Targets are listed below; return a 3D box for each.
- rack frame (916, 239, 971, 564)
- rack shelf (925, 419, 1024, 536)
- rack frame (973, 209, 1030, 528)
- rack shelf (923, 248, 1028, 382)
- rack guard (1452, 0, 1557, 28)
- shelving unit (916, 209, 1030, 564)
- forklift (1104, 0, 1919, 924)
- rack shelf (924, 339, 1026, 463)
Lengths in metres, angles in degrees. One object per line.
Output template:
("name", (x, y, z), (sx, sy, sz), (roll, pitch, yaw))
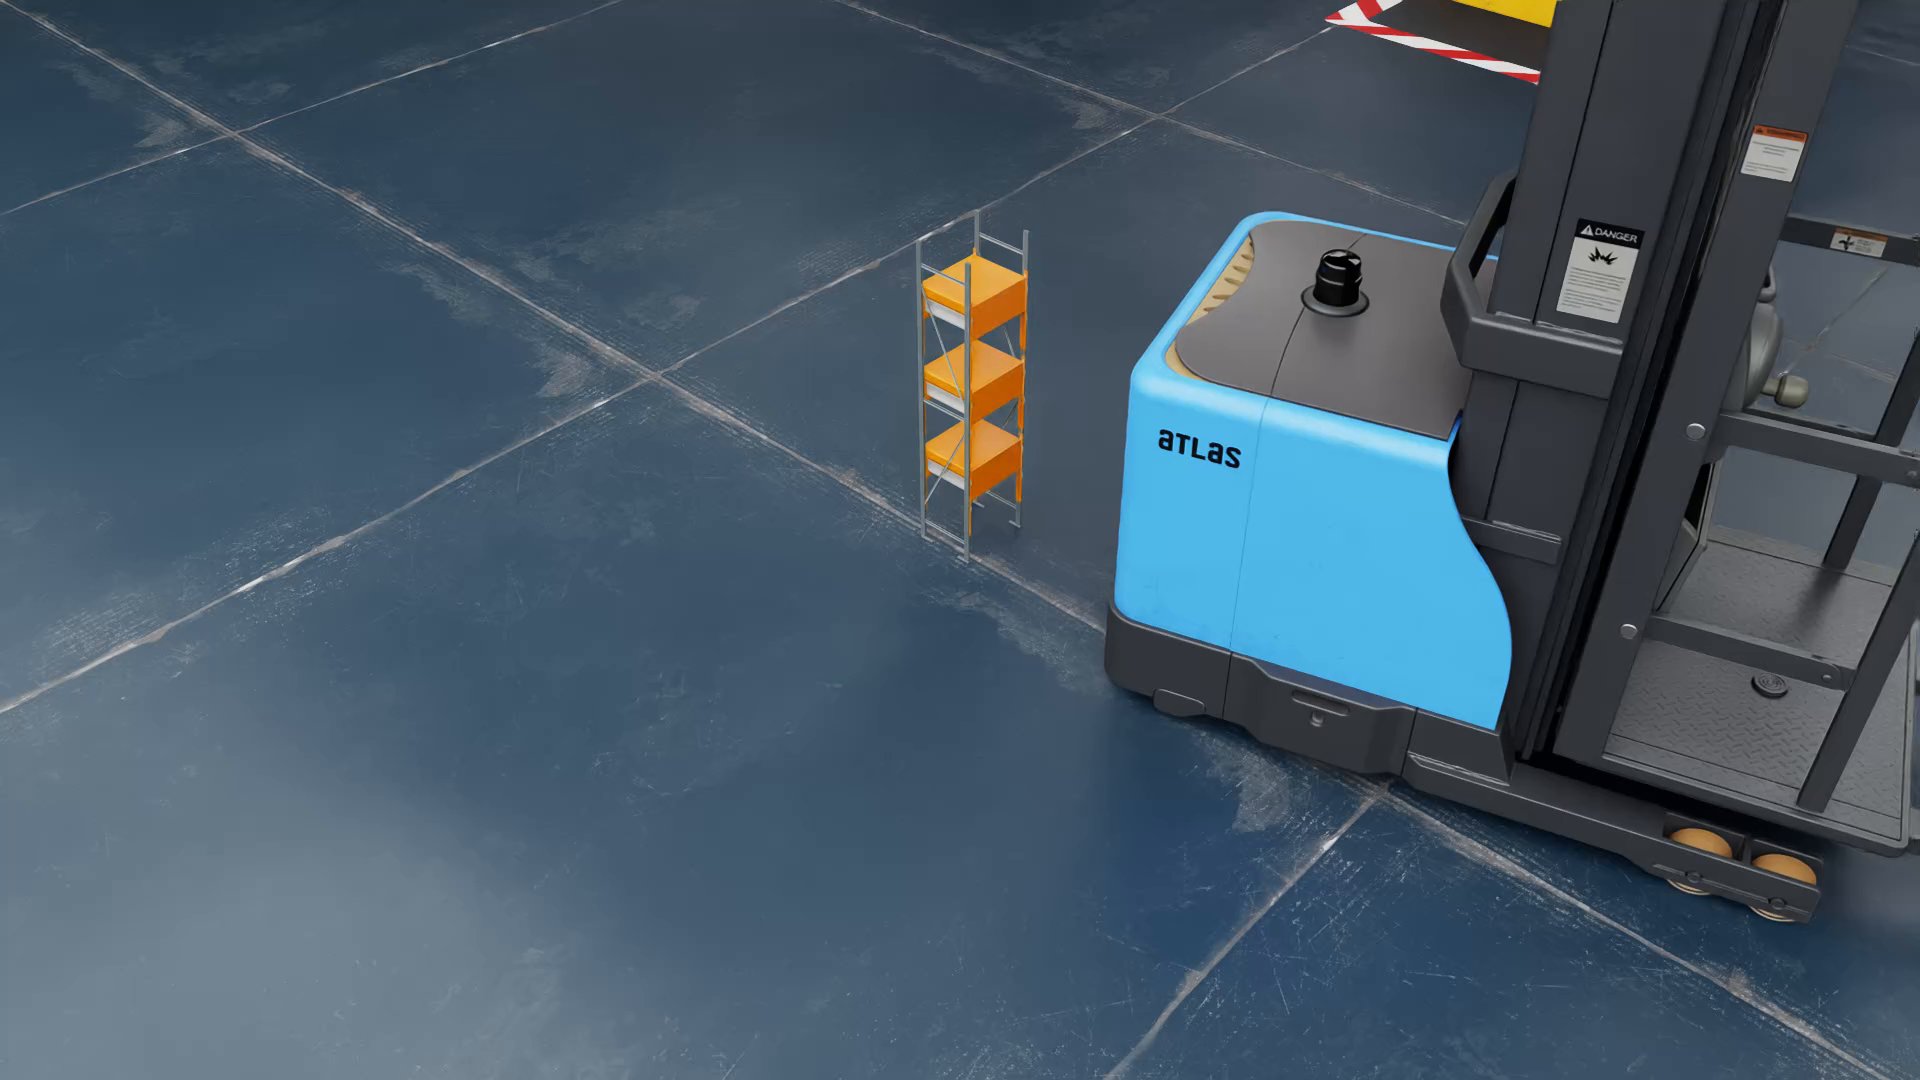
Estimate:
("rack frame", (-0.046, -0.379, 4.884), (0.200, 1.050, 0.008), (30, 47, 32))
("rack shelf", (0.036, -0.210, 5.134), (0.215, 0.259, 0.240), (30, 47, 32))
("rack frame", (0.118, -0.492, 5.025), (0.200, 1.050, 0.008), (30, 47, 32))
("rack shelf", (0.036, -0.649, 4.784), (0.215, 0.259, 0.240), (30, 47, 32))
("rack guard", (2.929, -3.034, 8.664), (1.175, 0.500, 0.348), (30, 47, 32))
("shelving unit", (0.036, -0.435, 4.954), (0.215, 1.050, 0.252), (30, 47, 32))
("forklift", (1.963, -0.593, 3.641), (3.031, 2.935, 1.130), (17, 41, 20))
("rack shelf", (0.036, -0.427, 4.961), (0.215, 0.259, 0.240), (30, 47, 32))
